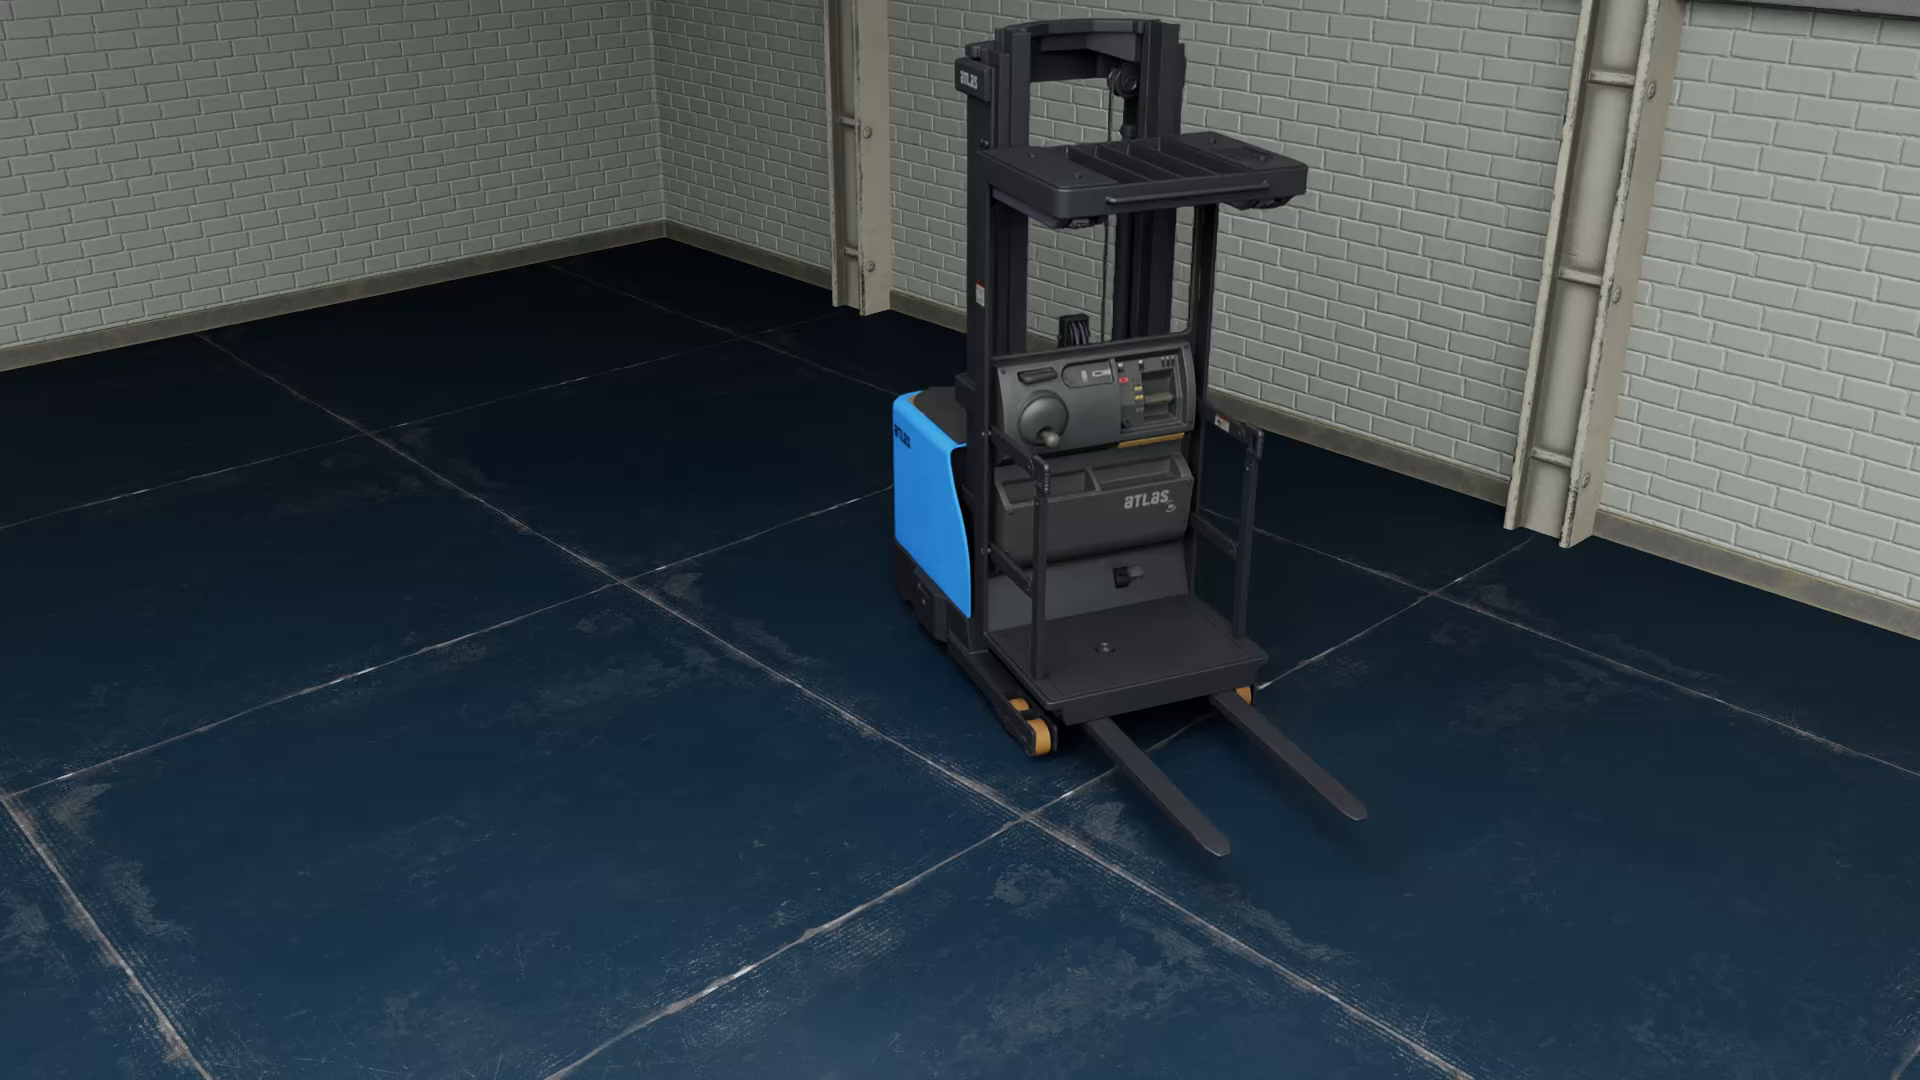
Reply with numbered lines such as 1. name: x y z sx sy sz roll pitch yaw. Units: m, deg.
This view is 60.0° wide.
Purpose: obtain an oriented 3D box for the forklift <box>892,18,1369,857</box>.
1. forklift: 0.682 -0.595 7.023 1.130 2.935 3.031 -10 26 -20

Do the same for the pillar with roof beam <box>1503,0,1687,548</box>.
1. pillar with roof beam: 0.175 -2.929 4.828 9.100 9.000 0.400 -21 32 -38

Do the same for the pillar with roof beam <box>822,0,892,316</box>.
1. pillar with roof beam: -3.926 -4.747 8.813 9.100 9.000 0.400 -21 32 -38
